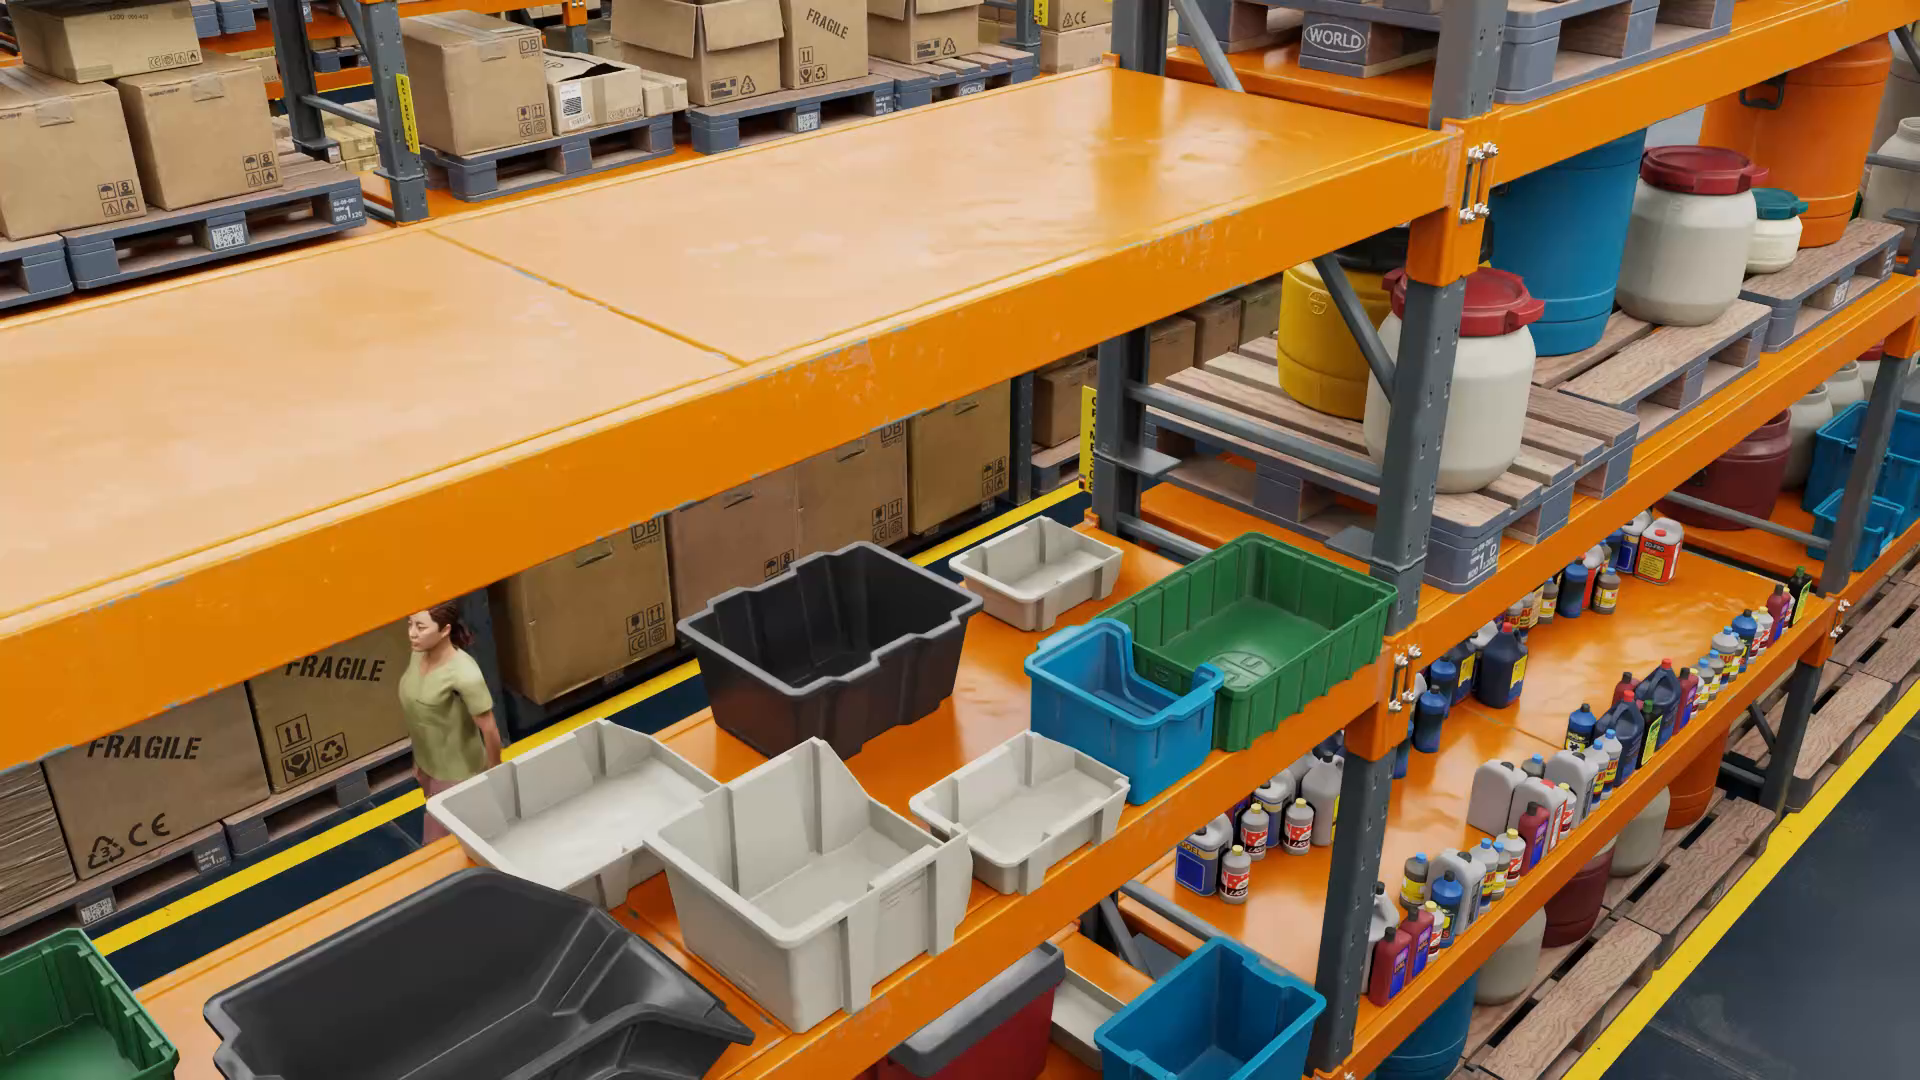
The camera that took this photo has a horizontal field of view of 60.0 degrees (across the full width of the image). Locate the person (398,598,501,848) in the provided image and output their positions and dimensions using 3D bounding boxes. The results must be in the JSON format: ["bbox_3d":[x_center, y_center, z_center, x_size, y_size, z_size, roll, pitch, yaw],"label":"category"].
[{"bbox_3d":[-2.163,1.076,7.106,0.476,1.401,0.444,-25,36,-38],"label":"person"}]
